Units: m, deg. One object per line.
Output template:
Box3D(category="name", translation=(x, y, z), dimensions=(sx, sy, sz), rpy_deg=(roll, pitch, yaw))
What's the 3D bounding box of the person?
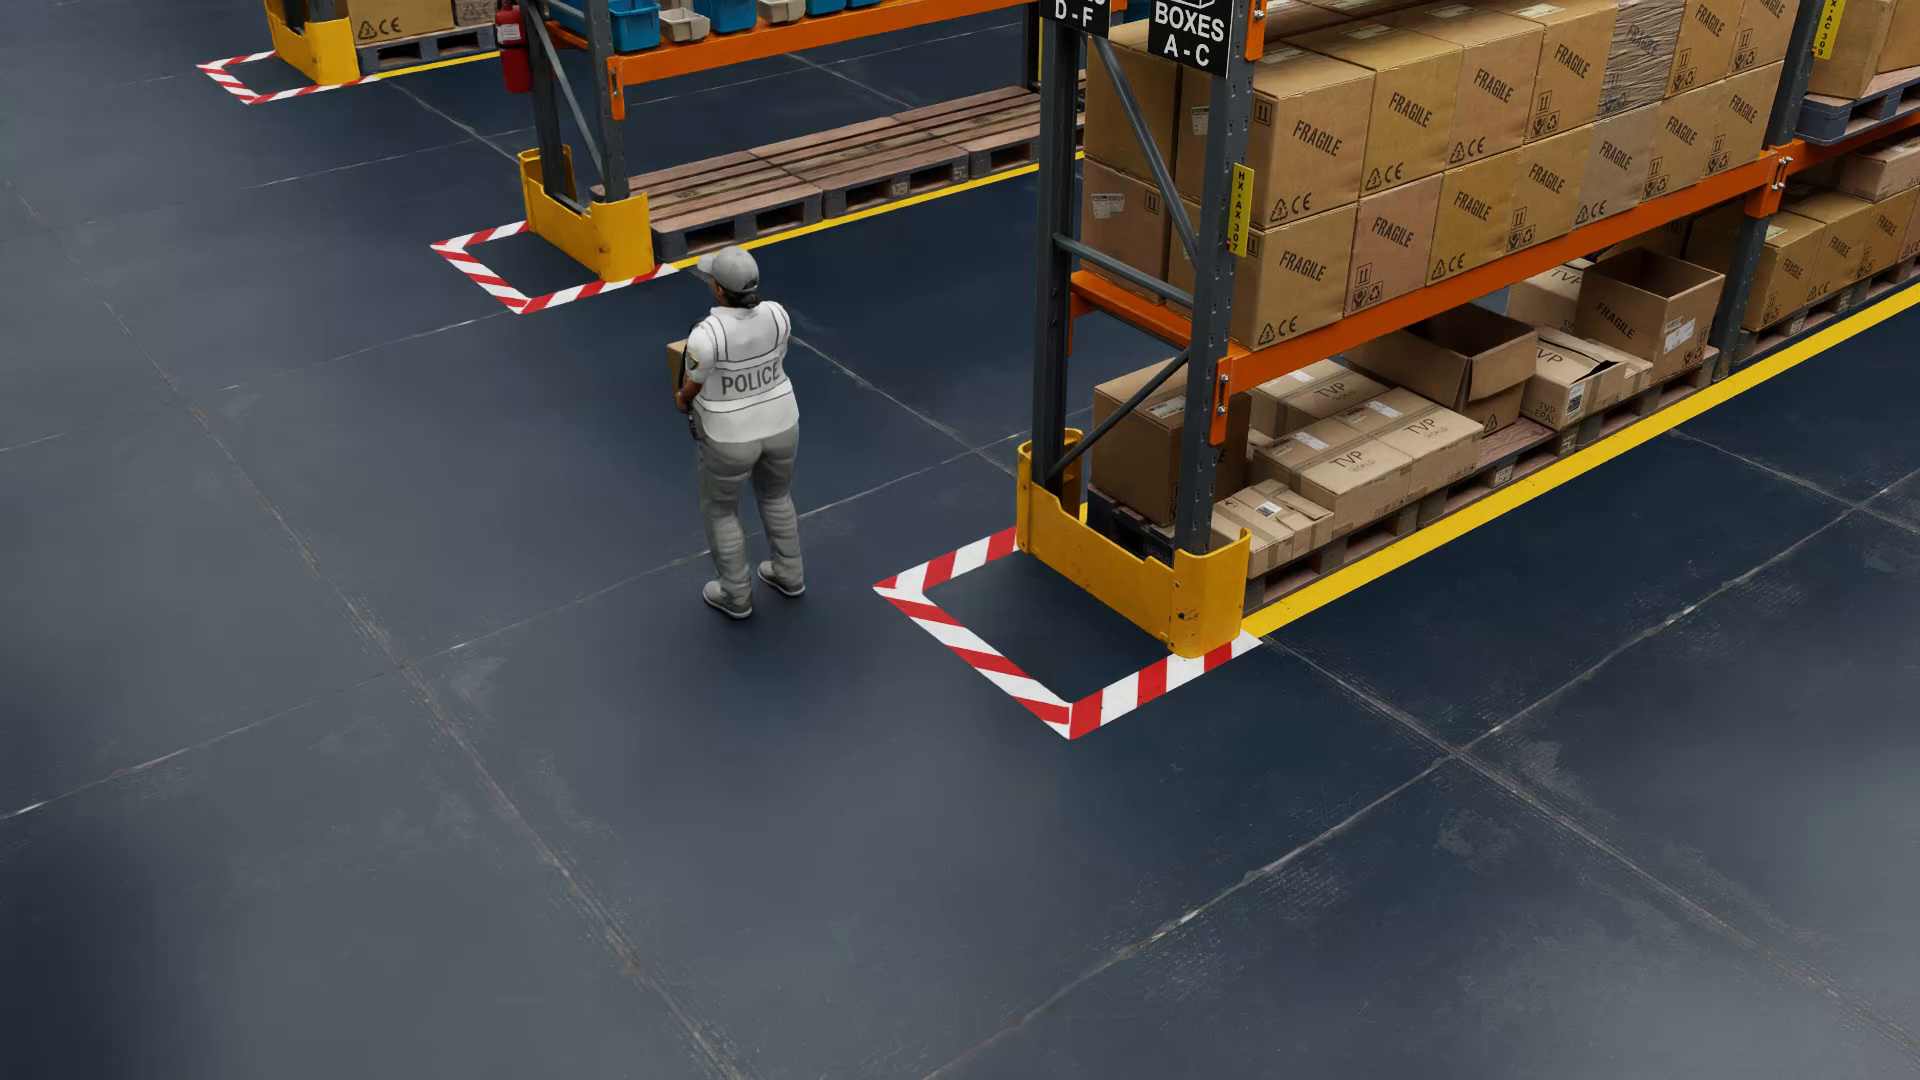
Box3D(category="person", translation=(-0.932, -0.474, 6.893), dimensions=(0.454, 1.655, 0.533), rpy_deg=(-22, 38, -30))
